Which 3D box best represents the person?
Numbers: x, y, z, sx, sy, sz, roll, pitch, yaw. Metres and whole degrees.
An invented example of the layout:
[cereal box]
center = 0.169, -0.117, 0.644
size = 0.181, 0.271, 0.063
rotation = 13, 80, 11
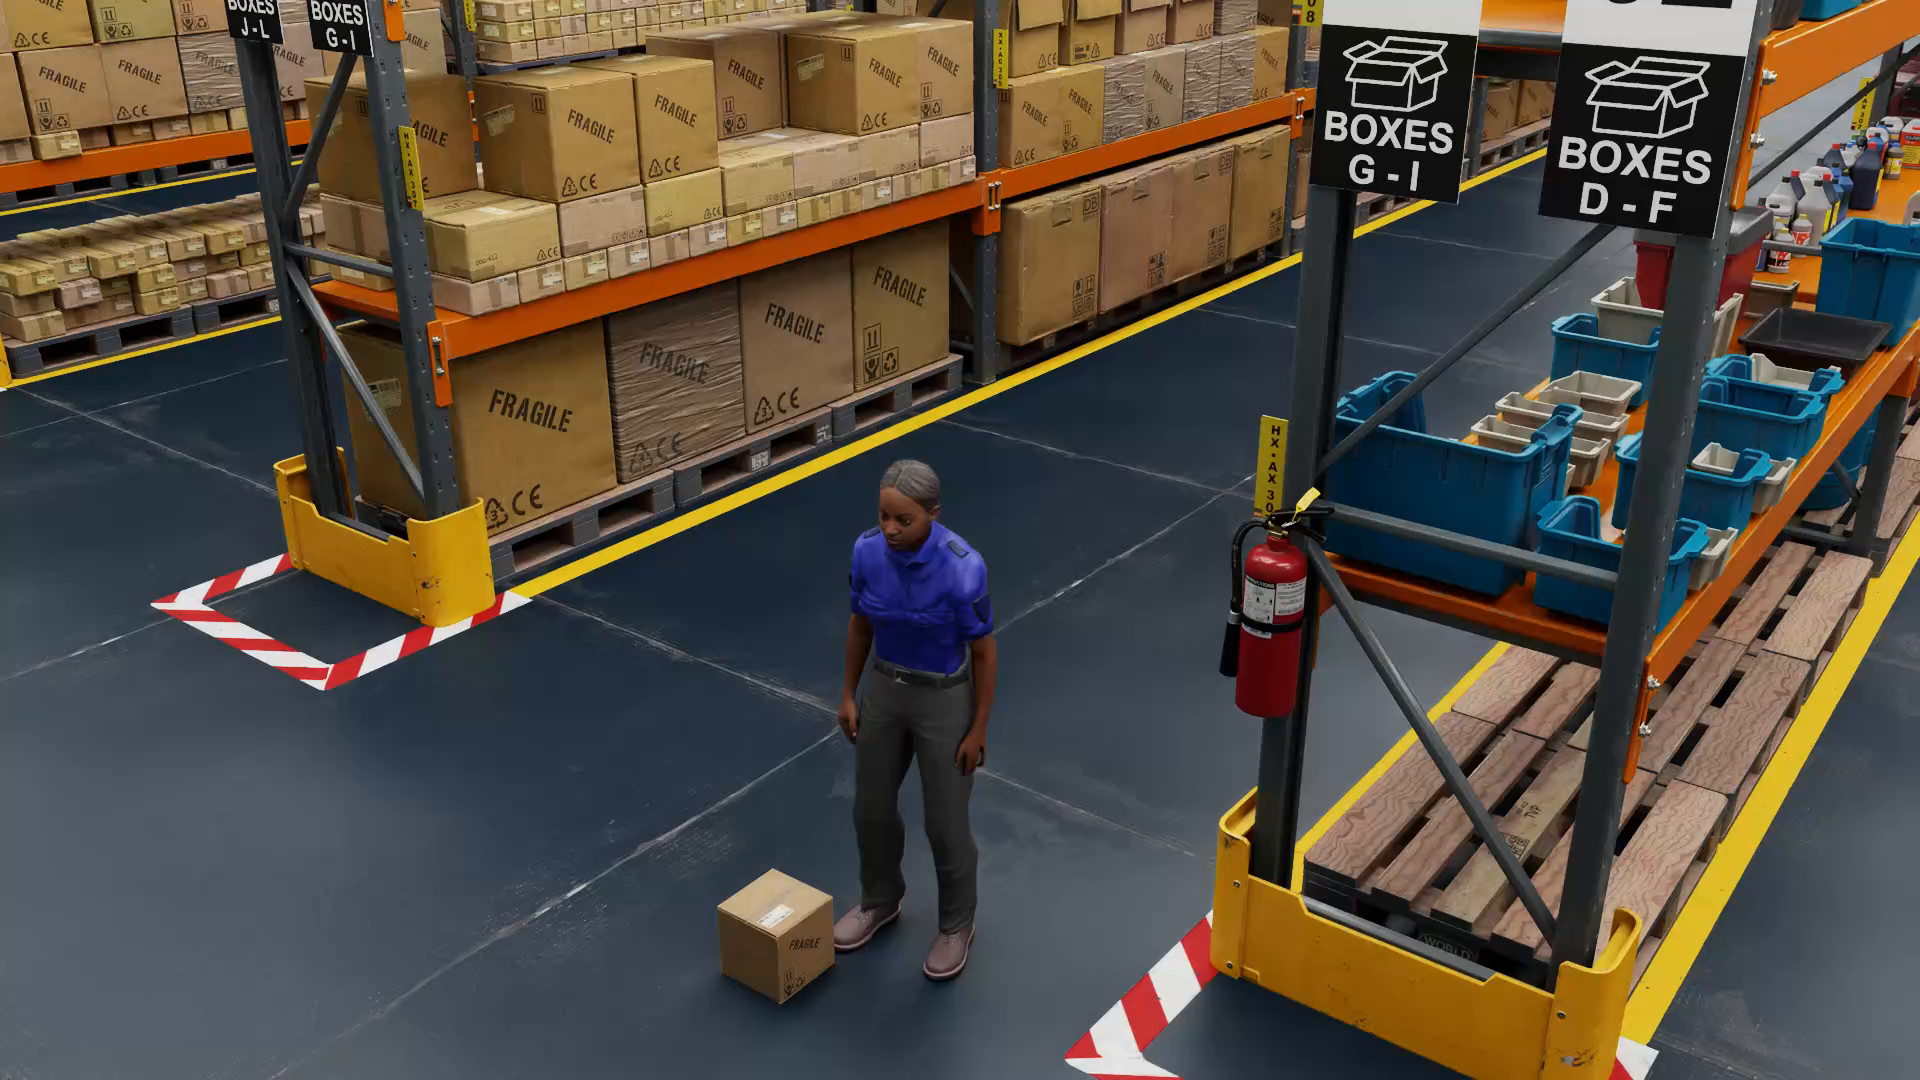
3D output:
[person]
center = -0.135, 0.511, 4.938
size = 0.509, 1.655, 0.348
rotation = 12, 26, 25
